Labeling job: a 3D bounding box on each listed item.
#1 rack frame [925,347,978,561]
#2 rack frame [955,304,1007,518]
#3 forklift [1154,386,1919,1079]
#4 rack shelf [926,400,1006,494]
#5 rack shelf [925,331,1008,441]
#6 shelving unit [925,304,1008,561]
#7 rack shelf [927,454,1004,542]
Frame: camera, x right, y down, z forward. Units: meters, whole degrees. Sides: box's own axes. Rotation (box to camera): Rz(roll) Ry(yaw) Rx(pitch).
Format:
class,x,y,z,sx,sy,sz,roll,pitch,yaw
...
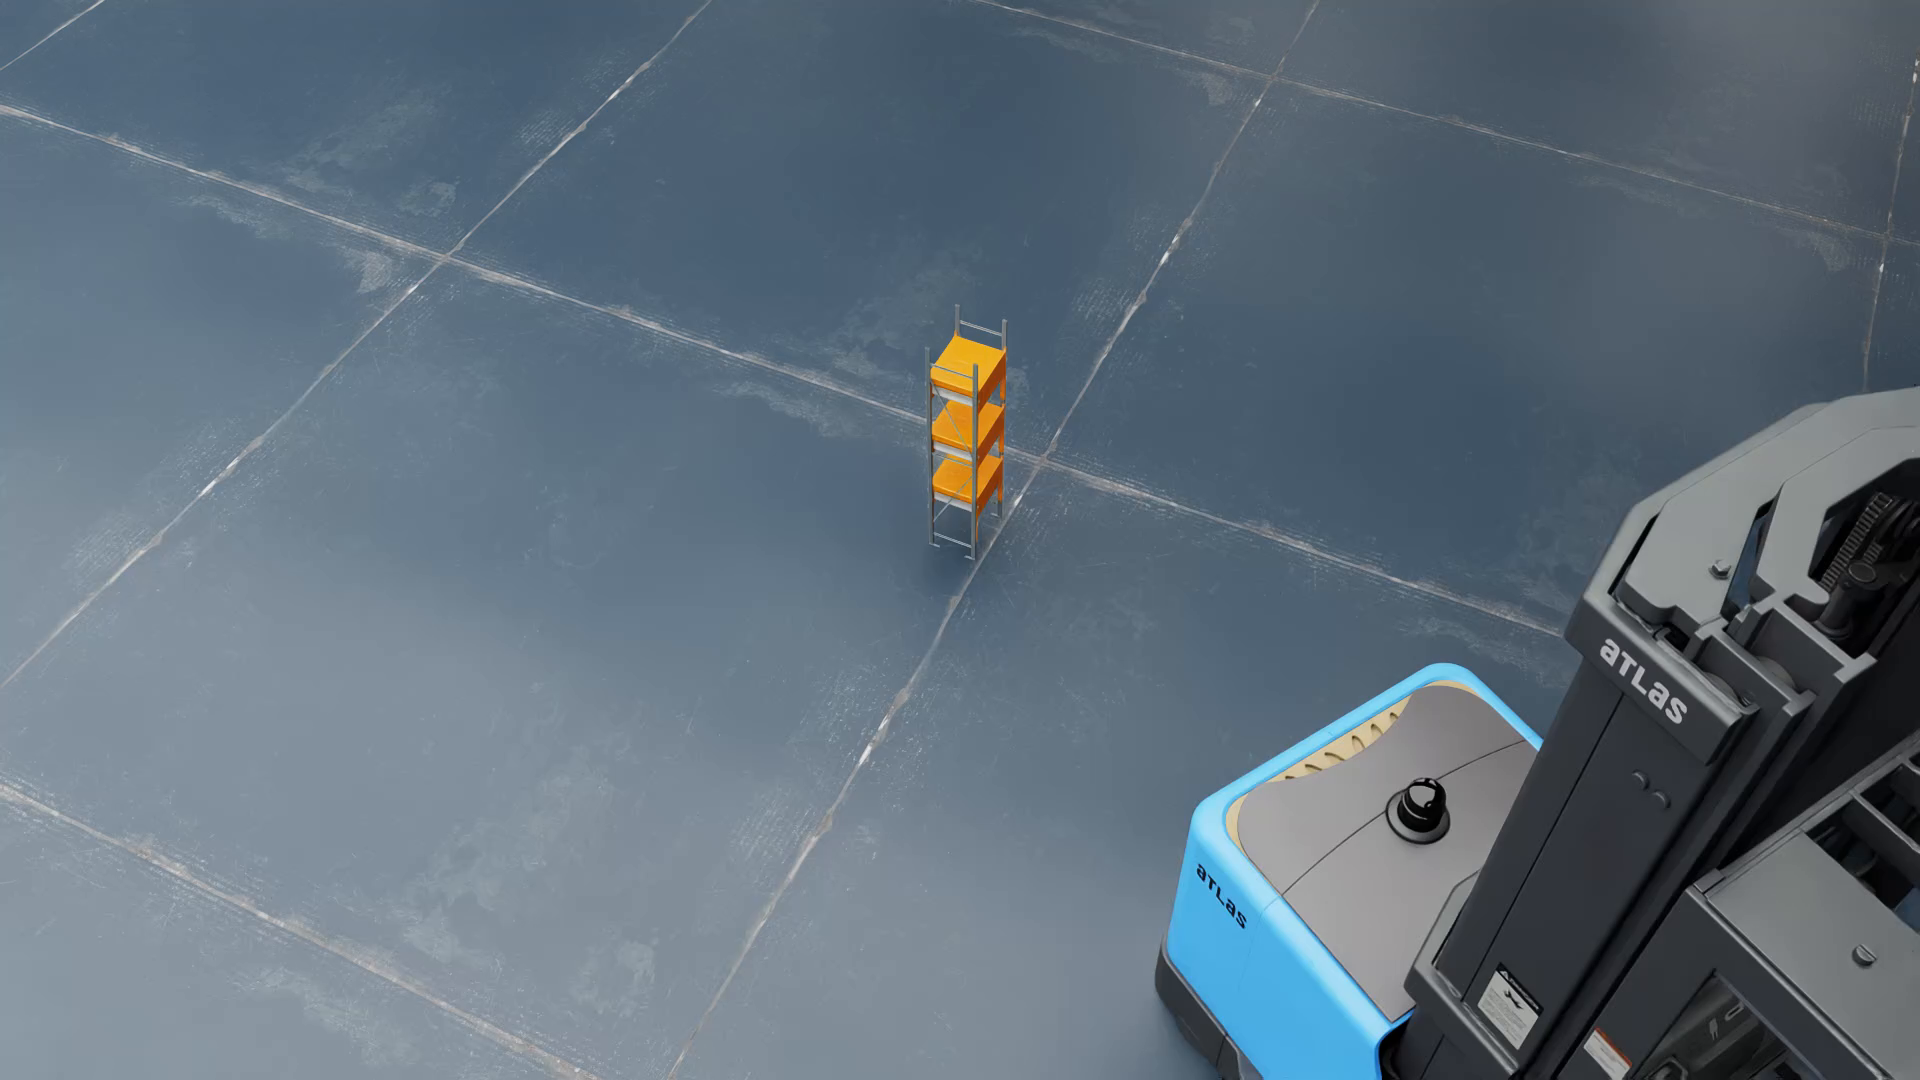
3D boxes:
class,x,y,z,sx,sy,sz,roll,pitch,yaw
rack frame,-0.029,-0.293,6.125,0.200,1.050,0.008,20,52,16
rack frame,0.075,-0.461,6.268,0.200,1.050,0.008,20,52,16
forklift,1.841,1.225,3.599,1.130,2.935,3.031,-26,54,-21
rack shelf,0.023,-0.370,6.205,0.215,0.259,0.240,20,52,16
rack shelf,0.023,-0.554,5.989,0.215,0.259,0.240,20,52,16
shelving unit,0.023,-0.377,6.197,0.215,1.050,0.252,20,52,16
rack shelf,0.023,-0.190,6.416,0.215,0.259,0.240,20,52,16
